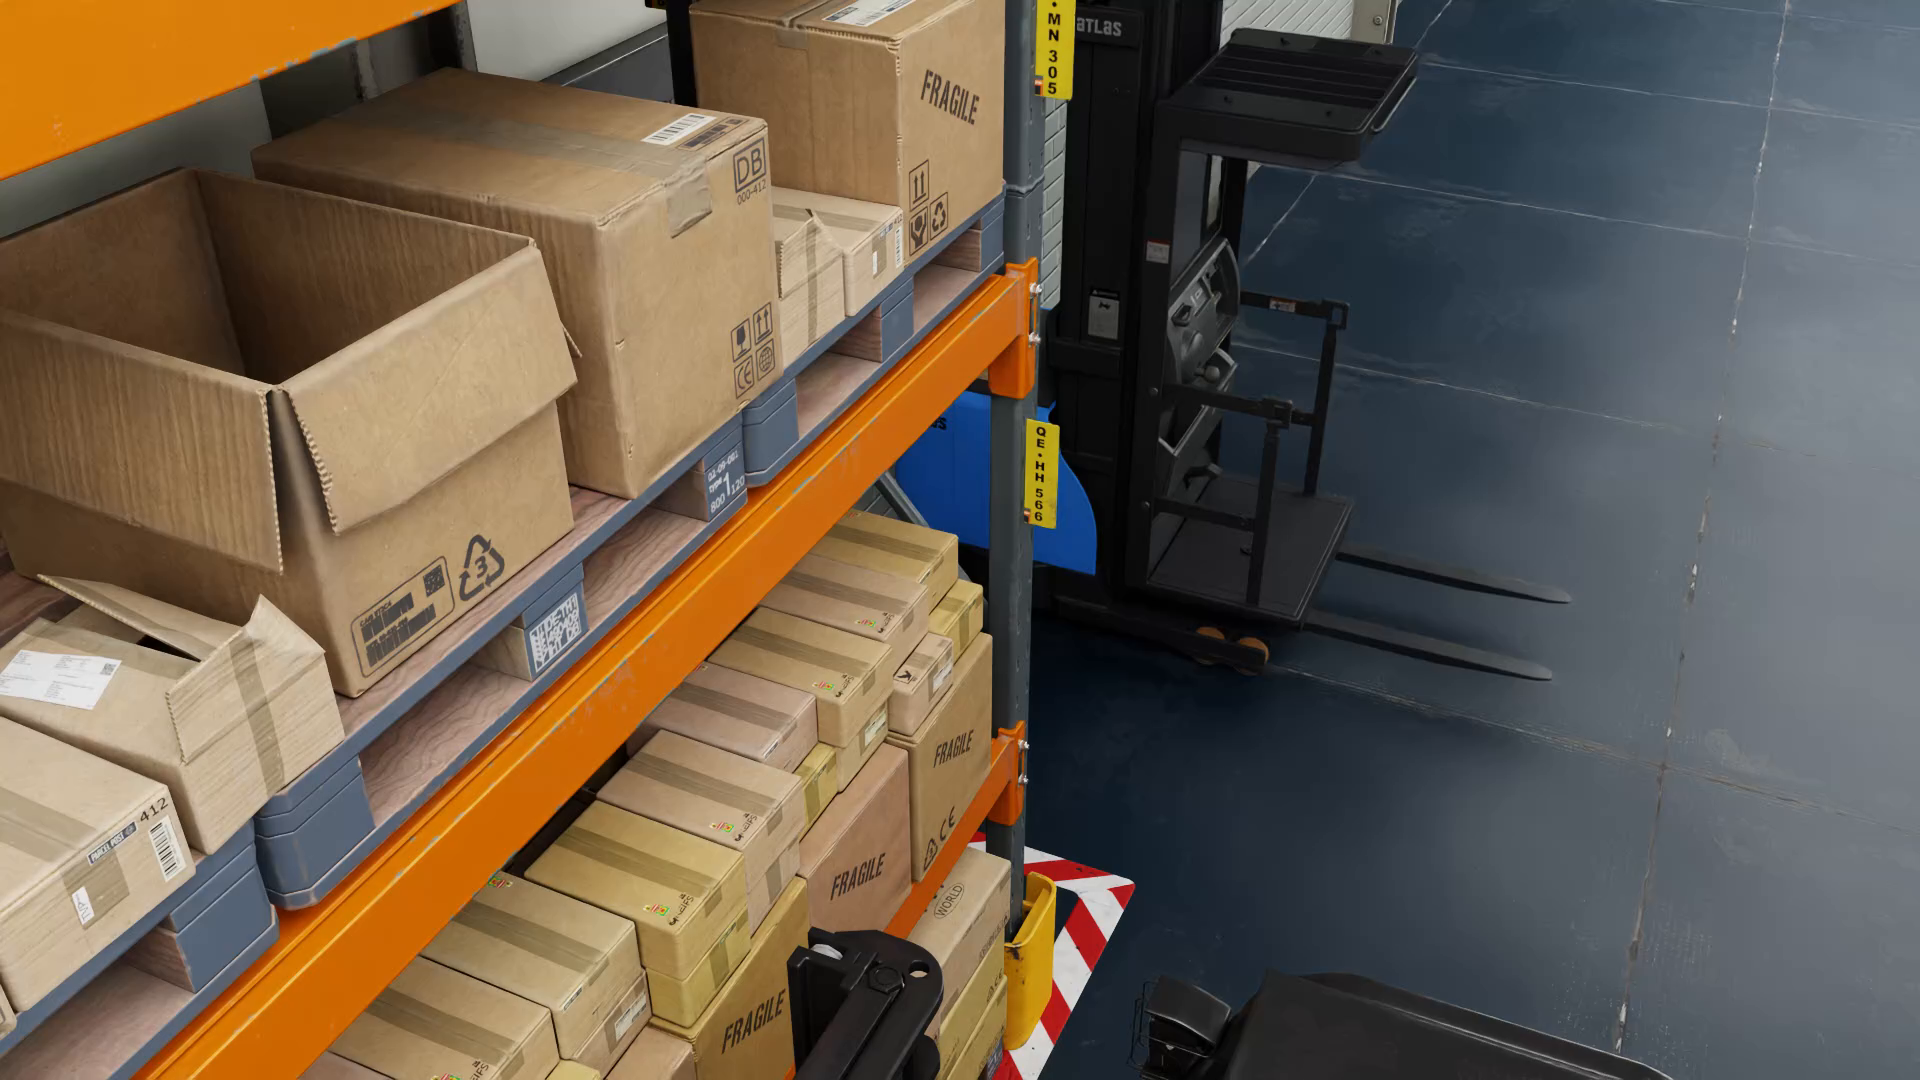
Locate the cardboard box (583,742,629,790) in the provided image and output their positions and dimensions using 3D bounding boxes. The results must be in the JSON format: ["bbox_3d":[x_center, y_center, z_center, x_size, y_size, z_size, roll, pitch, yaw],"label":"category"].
[{"bbox_3d":[-0.971,0.453,4.141,0.380,0.149,0.250,13,35,19],"label":"cardboard box"}]

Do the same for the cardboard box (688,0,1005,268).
[{"bbox_3d":[-0.233,-0.962,3.681,0.500,0.500,0.500,15,36,22],"label":"cardboard box"}]

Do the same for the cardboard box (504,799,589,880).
[{"bbox_3d":[-1.133,0.932,4.002,0.500,0.500,0.500,14,36,20],"label":"cardboard box"}]

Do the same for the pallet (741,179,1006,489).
[{"bbox_3d":[-0.589,-0.596,3.769,1.003,0.211,1.213,14,36,20],"label":"pallet"}]

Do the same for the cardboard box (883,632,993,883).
[{"bbox_3d":[-0.237,0.538,4.602,0.500,0.500,0.500,13,36,19],"label":"cardboard box"}]

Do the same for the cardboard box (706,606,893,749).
[{"bbox_3d":[-0.387,0.331,4.056,0.380,0.149,0.250,15,36,22],"label":"cardboard box"}]

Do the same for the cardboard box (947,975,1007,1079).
[{"bbox_3d":[-0.179,1.556,5.267,0.500,0.250,0.500,14,36,21],"label":"cardboard box"}]

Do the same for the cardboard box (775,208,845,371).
[{"bbox_3d":[-0.446,-0.532,3.239,0.396,0.266,0.258,14,36,21],"label":"cardboard box"}]

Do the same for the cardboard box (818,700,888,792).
[{"bbox_3d":[-0.404,0.448,4.148,0.380,0.149,0.250,15,36,21],"label":"cardboard box"}]

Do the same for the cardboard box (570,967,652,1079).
[{"bbox_3d":[-0.861,0.947,3.388,0.380,0.149,0.250,14,36,20],"label":"cardboard box"}]

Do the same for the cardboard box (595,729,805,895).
[{"bbox_3d":[-0.567,0.593,3.656,0.380,0.149,0.250,15,36,22],"label":"cardboard box"}]

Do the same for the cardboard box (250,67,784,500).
[{"bbox_3d":[-0.752,-0.475,2.938,0.700,0.500,0.500,14,36,21],"label":"cardboard box"}]

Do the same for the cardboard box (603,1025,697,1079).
[{"bbox_3d":[-0.877,1.303,3.436,0.500,0.500,0.500,14,36,21],"label":"cardboard box"}]

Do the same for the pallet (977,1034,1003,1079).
[{"bbox_3d":[-0.551,1.831,5.264,1.003,0.211,1.213,14,36,20],"label":"pallet"}]

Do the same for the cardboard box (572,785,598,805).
[{"bbox_3d":[-0.926,0.681,4.385,0.500,0.500,0.500,15,36,22],"label":"cardboard box"}]

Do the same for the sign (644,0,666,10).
[{"bbox_3d":[-0.771,-1.508,4.210,0.100,0.325,0.005,14,36,20],"label":"sign"}]

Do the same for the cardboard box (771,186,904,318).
[{"bbox_3d":[-0.340,-0.610,3.463,0.380,0.149,0.250,13,35,19],"label":"cardboard box"}]

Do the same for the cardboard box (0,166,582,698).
[{"bbox_3d":[-1.032,-0.194,2.506,0.797,0.503,0.637,15,36,22],"label":"cardboard box"}]

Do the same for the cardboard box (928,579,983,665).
[{"bbox_3d":[-0.160,0.199,4.529,0.380,0.149,0.250,15,36,21],"label":"cardboard box"}]

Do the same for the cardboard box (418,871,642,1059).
[{"bbox_3d":[-0.864,0.829,3.295,0.380,0.149,0.250,15,36,21],"label":"cardboard box"}]

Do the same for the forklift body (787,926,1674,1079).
[{"bbox_3d":[0.594,1.993,3.249,2.313,2.155,1.214,14,36,20],"label":"forklift body"}]

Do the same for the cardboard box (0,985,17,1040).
[{"bbox_3d":[-1.373,0.474,1.663,0.500,0.311,0.500,15,36,21],"label":"cardboard box"}]

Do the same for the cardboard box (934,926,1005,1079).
[{"bbox_3d":[-0.189,1.354,5.118,0.500,0.250,0.500,14,36,20],"label":"cardboard box"}]

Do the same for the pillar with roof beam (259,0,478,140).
[{"bbox_3d":[2.531,-1.106,1.731,9.100,9.000,0.400,14,36,20],"label":"pillar with roof beam"}]

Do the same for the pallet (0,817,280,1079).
[{"bbox_3d":[-1.609,0.619,1.916,1.003,0.211,1.213,14,36,20],"label":"pallet"}]

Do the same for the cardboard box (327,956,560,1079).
[{"bbox_3d":[-0.985,0.951,3.110,0.380,0.149,0.250,14,36,21],"label":"cardboard box"}]

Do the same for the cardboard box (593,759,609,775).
[{"bbox_3d":[-1.046,0.470,3.844,0.380,0.149,0.250,15,36,22],"label":"cardboard box"}]

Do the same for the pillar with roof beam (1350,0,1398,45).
[{"bbox_3d":[7.552,-7.083,10.845,9.100,9.000,0.400,14,36,20],"label":"pillar with roof beam"}]

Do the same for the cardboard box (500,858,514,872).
[{"bbox_3d":[-1.249,0.695,3.771,0.380,0.149,0.250,15,36,22],"label":"cardboard box"}]

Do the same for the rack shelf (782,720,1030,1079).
[{"bbox_3d":[-1.106,1.572,3.773,1.077,0.370,4.000,14,36,20],"label":"rack shelf"}]

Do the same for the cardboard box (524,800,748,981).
[{"bbox_3d":[-0.671,0.723,3.458,0.380,0.149,0.250,15,36,21],"label":"cardboard box"}]

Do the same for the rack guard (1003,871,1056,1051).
[{"bbox_3d":[-0.259,1.308,5.799,1.175,0.500,0.348,14,36,20],"label":"rack guard"}]

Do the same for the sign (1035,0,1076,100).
[{"bbox_3d":[0.218,-1.185,3.851,0.100,0.325,0.005,14,36,20],"label":"sign"}]

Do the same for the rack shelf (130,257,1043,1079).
[{"bbox_3d":[-1.106,0.317,2.951,1.077,0.370,4.000,14,36,20],"label":"rack shelf"}]

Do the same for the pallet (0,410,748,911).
[{"bbox_3d":[-1.098,0.014,2.839,1.003,0.211,1.213,14,36,20],"label":"pallet"}]

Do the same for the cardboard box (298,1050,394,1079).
[{"bbox_3d":[-1.073,1.079,2.915,0.380,0.149,0.250,14,36,20],"label":"cardboard box"}]

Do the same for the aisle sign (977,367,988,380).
[{"bbox_3d":[0.025,-0.778,4.330,0.394,0.787,0.004,14,36,20],"label":"aisle sign"}]

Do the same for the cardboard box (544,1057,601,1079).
[{"bbox_3d":[-0.905,1.090,3.169,0.380,0.149,0.250,13,36,20],"label":"cardboard box"}]

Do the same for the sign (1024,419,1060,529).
[{"bbox_3d":[0.218,-0.177,4.512,0.100,0.325,0.005,14,36,20],"label":"sign"}]

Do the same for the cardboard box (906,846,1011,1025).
[{"bbox_3d":[-0.179,1.132,5.001,0.500,0.250,0.500,15,36,22],"label":"cardboard box"}]

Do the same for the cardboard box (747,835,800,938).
[{"bbox_3d":[-0.587,0.713,3.745,0.380,0.149,0.250,13,35,19],"label":"cardboard box"}]

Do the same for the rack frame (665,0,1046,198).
[{"bbox_3d":[-0.269,-2.234,3.450,1.000,3.000,0.127,14,36,20],"label":"rack frame"}]

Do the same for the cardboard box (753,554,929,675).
[{"bbox_3d":[-0.303,0.194,4.264,0.380,0.149,0.250,14,36,21],"label":"cardboard box"}]

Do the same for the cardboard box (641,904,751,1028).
[{"bbox_3d":[-0.674,0.843,3.546,0.380,0.149,0.250,14,36,21],"label":"cardboard box"}]

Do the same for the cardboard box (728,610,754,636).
[{"bbox_3d":[-0.692,0.209,4.513,0.380,0.149,0.250,14,36,20],"label":"cardboard box"}]

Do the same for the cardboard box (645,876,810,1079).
[{"bbox_3d":[-0.676,1.050,3.822,0.500,0.500,0.500,13,36,20],"label":"cardboard box"}]

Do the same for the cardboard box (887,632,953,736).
[{"bbox_3d":[-0.240,0.333,4.324,0.380,0.149,0.250,15,36,21],"label":"cardboard box"}]

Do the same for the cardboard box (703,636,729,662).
[{"bbox_3d":[-0.804,0.334,4.323,0.380,0.149,0.250,14,36,20],"label":"cardboard box"}]

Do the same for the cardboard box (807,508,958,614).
[{"bbox_3d":[-0.228,0.064,4.463,0.380,0.149,0.250,14,36,21],"label":"cardboard box"}]

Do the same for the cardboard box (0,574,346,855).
[{"bbox_3d":[-1.046,0.182,2.150,0.396,0.266,0.258,13,36,19],"label":"cardboard box"}]

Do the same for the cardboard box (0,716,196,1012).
[{"bbox_3d":[-1.158,0.364,1.979,0.380,0.149,0.250,15,36,22],"label":"cardboard box"}]

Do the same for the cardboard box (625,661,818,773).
[{"bbox_3d":[-0.559,0.438,3.893,0.380,0.149,0.250,14,36,21],"label":"cardboard box"}]

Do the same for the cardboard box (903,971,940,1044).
[{"bbox_3d":[-0.387,1.388,4.611,0.500,0.250,0.500,15,36,21],"label":"cardboard box"}]

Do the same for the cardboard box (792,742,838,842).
[{"bbox_3d":[-0.518,0.569,3.964,0.380,0.149,0.250,14,36,20],"label":"cardboard box"}]

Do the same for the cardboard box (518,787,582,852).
[{"bbox_3d":[-1.140,0.561,3.977,0.380,0.149,0.250,15,36,21],"label":"cardboard box"}]

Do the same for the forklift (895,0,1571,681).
[{"bbox_3d":[1.225,-0.961,7.042,3.031,2.935,1.130,14,36,20],"label":"forklift"}]

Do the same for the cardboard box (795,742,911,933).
[{"bbox_3d":[-0.462,0.795,4.211,0.500,0.500,0.500,15,36,22],"label":"cardboard box"}]

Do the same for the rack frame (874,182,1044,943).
[{"bbox_3d":[-0.269,0.275,5.095,1.000,3.000,0.127,14,36,20],"label":"rack frame"}]
